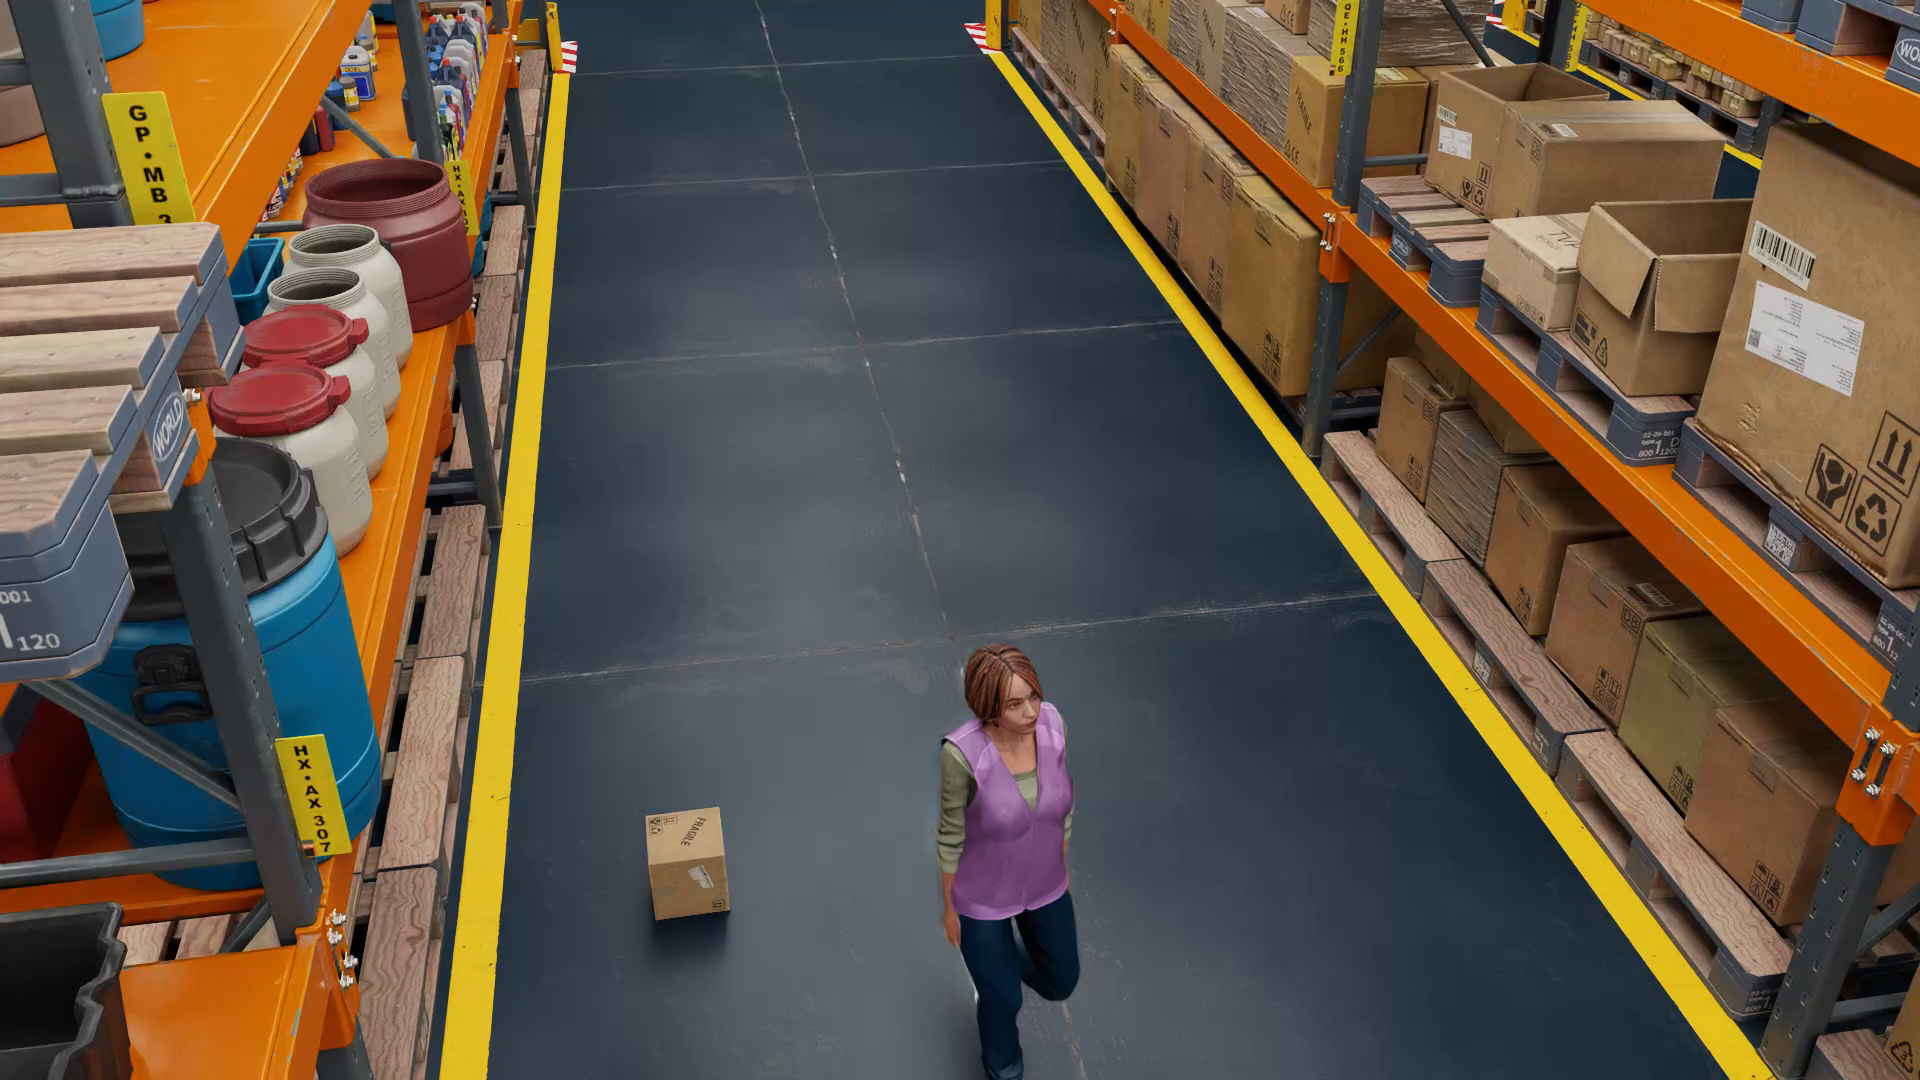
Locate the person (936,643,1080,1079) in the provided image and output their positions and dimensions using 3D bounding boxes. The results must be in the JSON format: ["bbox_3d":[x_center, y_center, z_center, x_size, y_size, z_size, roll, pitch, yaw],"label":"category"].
[{"bbox_3d":[0.107,0.917,4.585,0.411,1.581,0.557,-15,34,-23],"label":"person"}]
